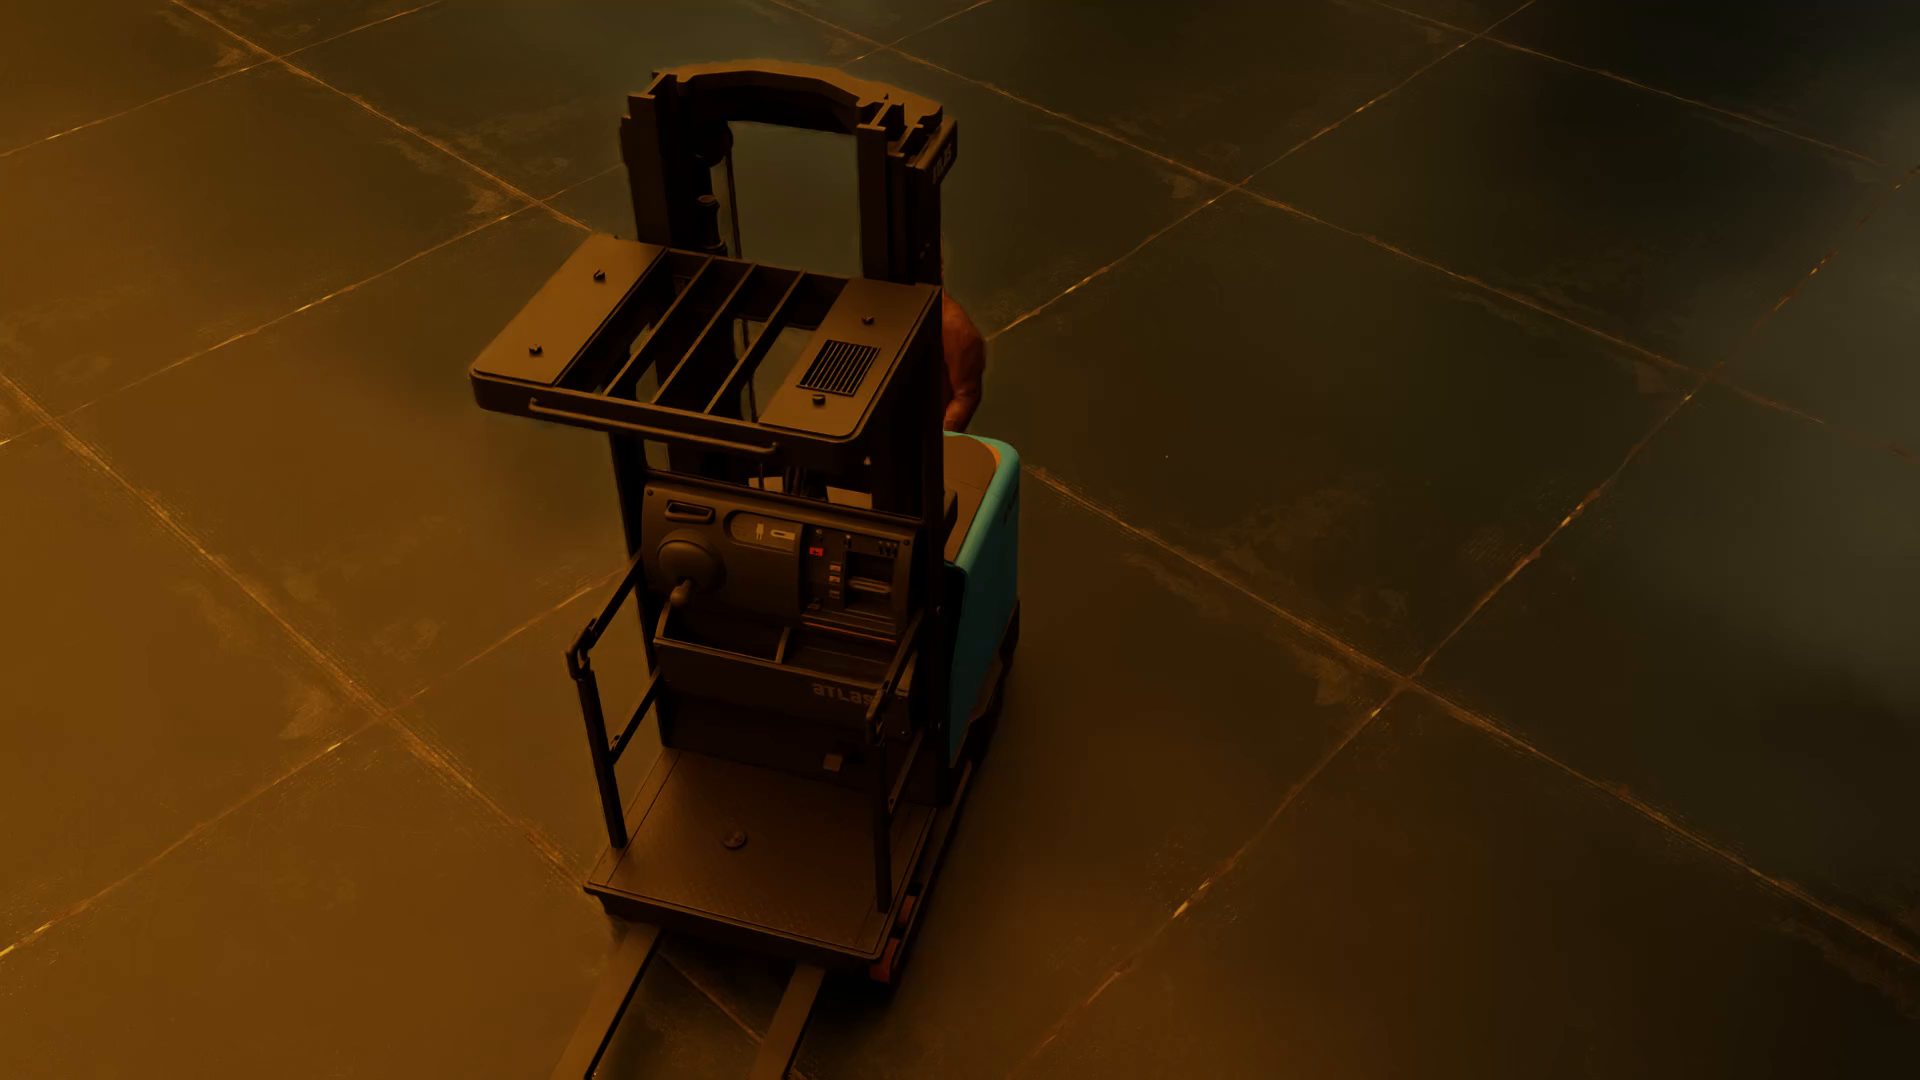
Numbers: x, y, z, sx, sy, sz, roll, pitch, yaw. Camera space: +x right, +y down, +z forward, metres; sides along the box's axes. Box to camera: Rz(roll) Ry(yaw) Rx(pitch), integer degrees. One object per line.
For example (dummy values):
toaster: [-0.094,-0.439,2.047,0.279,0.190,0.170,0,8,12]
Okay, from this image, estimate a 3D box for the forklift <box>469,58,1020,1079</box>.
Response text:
forklift: [-0.656,0.155,5.248,1.130,2.935,3.031,11,42,12]

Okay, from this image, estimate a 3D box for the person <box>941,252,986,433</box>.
person: [-0.359,-0.444,6.898,0.751,1.695,0.774,-22,45,-24]
